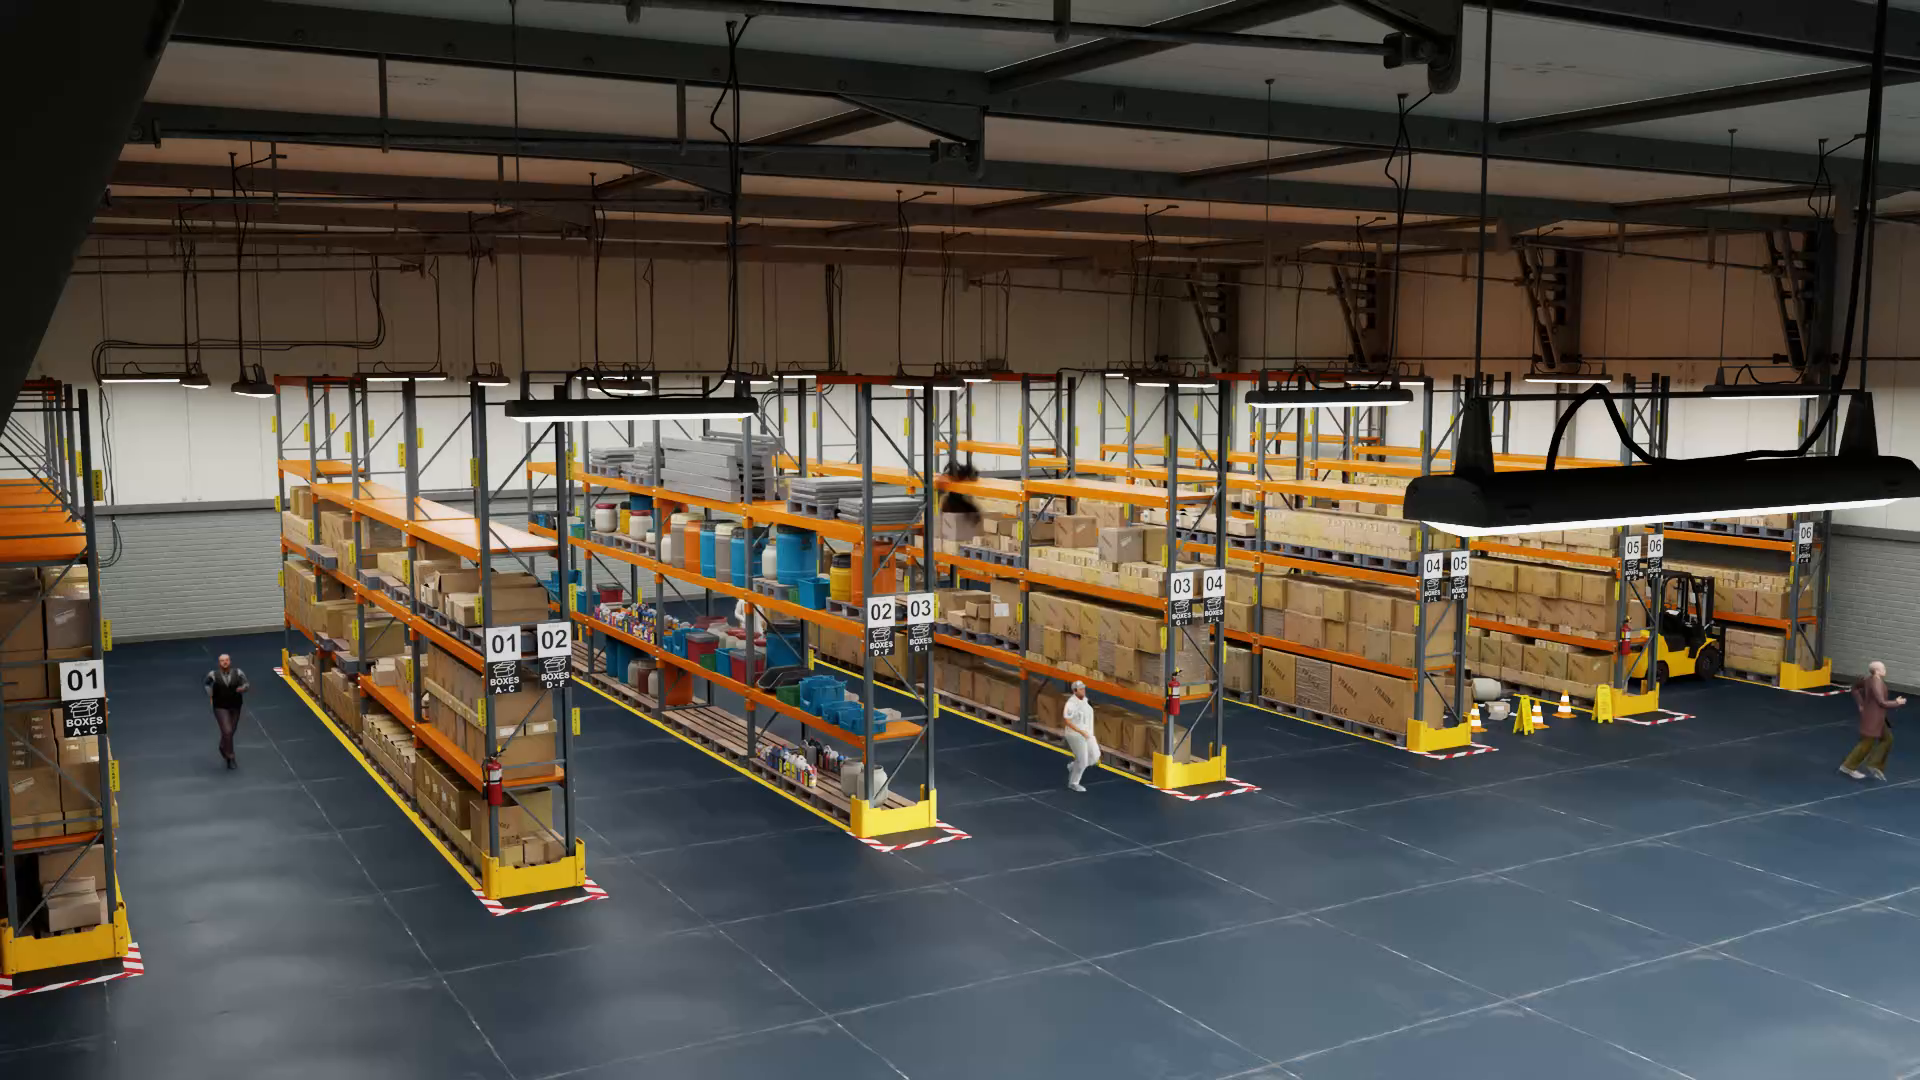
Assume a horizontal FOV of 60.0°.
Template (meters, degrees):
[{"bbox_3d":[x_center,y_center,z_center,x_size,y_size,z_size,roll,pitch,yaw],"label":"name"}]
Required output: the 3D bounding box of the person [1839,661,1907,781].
[{"bbox_3d":[13.668,2.733,24.894,0.840,1.857,0.708,3,7,23],"label":"person"}]

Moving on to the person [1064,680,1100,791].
[{"bbox_3d":[1.789,2.866,24.393,0.476,1.633,0.611,5,8,36],"label":"person"}]

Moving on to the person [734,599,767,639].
[{"bbox_3d":[-4.235,1.787,33.758,0.711,1.735,0.636,-4,8,-35],"label":"person"}]

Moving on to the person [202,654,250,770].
[{"bbox_3d":[-11.410,2.641,25.948,0.638,1.756,0.877,-5,8,-39],"label":"person"}]
